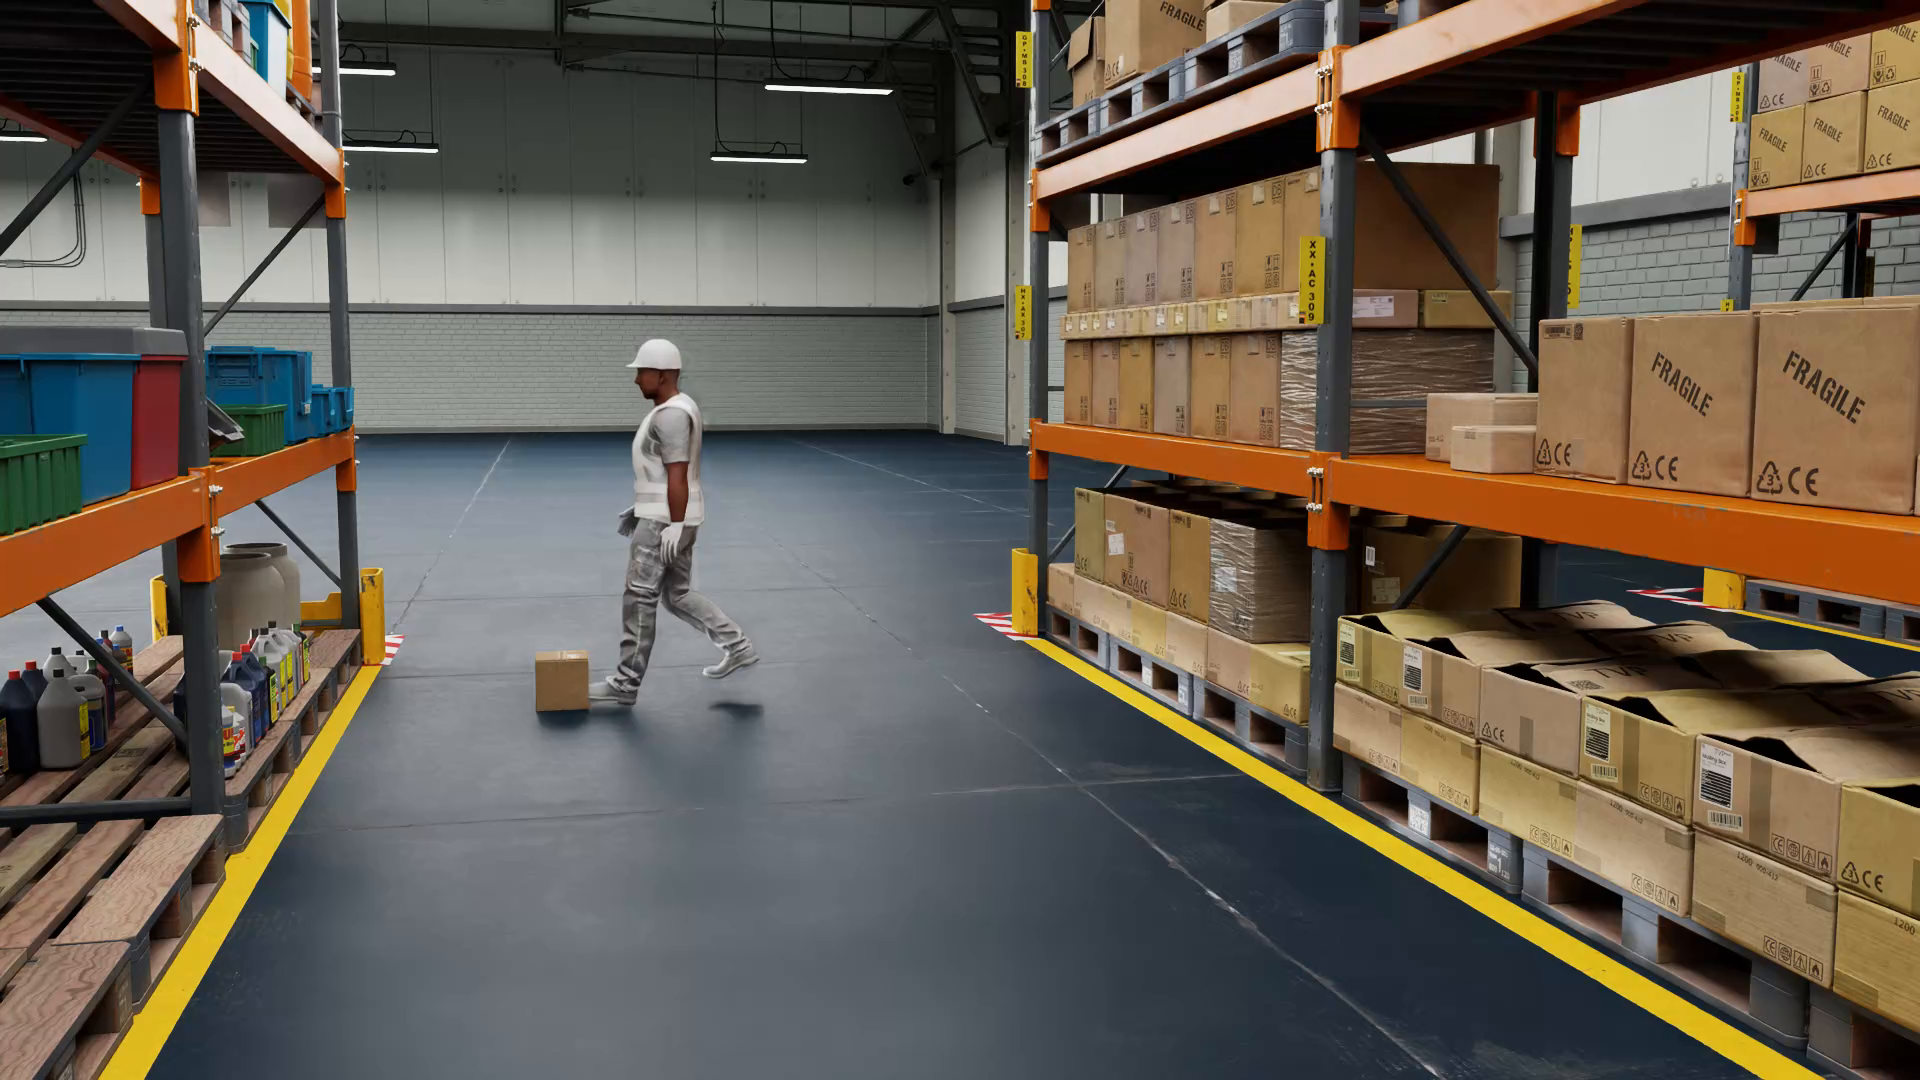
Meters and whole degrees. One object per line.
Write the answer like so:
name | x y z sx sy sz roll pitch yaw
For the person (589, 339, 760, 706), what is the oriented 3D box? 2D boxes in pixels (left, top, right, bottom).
person | -1.442 -0.088 8.124 0.887 1.773 0.554 0 6 -1
